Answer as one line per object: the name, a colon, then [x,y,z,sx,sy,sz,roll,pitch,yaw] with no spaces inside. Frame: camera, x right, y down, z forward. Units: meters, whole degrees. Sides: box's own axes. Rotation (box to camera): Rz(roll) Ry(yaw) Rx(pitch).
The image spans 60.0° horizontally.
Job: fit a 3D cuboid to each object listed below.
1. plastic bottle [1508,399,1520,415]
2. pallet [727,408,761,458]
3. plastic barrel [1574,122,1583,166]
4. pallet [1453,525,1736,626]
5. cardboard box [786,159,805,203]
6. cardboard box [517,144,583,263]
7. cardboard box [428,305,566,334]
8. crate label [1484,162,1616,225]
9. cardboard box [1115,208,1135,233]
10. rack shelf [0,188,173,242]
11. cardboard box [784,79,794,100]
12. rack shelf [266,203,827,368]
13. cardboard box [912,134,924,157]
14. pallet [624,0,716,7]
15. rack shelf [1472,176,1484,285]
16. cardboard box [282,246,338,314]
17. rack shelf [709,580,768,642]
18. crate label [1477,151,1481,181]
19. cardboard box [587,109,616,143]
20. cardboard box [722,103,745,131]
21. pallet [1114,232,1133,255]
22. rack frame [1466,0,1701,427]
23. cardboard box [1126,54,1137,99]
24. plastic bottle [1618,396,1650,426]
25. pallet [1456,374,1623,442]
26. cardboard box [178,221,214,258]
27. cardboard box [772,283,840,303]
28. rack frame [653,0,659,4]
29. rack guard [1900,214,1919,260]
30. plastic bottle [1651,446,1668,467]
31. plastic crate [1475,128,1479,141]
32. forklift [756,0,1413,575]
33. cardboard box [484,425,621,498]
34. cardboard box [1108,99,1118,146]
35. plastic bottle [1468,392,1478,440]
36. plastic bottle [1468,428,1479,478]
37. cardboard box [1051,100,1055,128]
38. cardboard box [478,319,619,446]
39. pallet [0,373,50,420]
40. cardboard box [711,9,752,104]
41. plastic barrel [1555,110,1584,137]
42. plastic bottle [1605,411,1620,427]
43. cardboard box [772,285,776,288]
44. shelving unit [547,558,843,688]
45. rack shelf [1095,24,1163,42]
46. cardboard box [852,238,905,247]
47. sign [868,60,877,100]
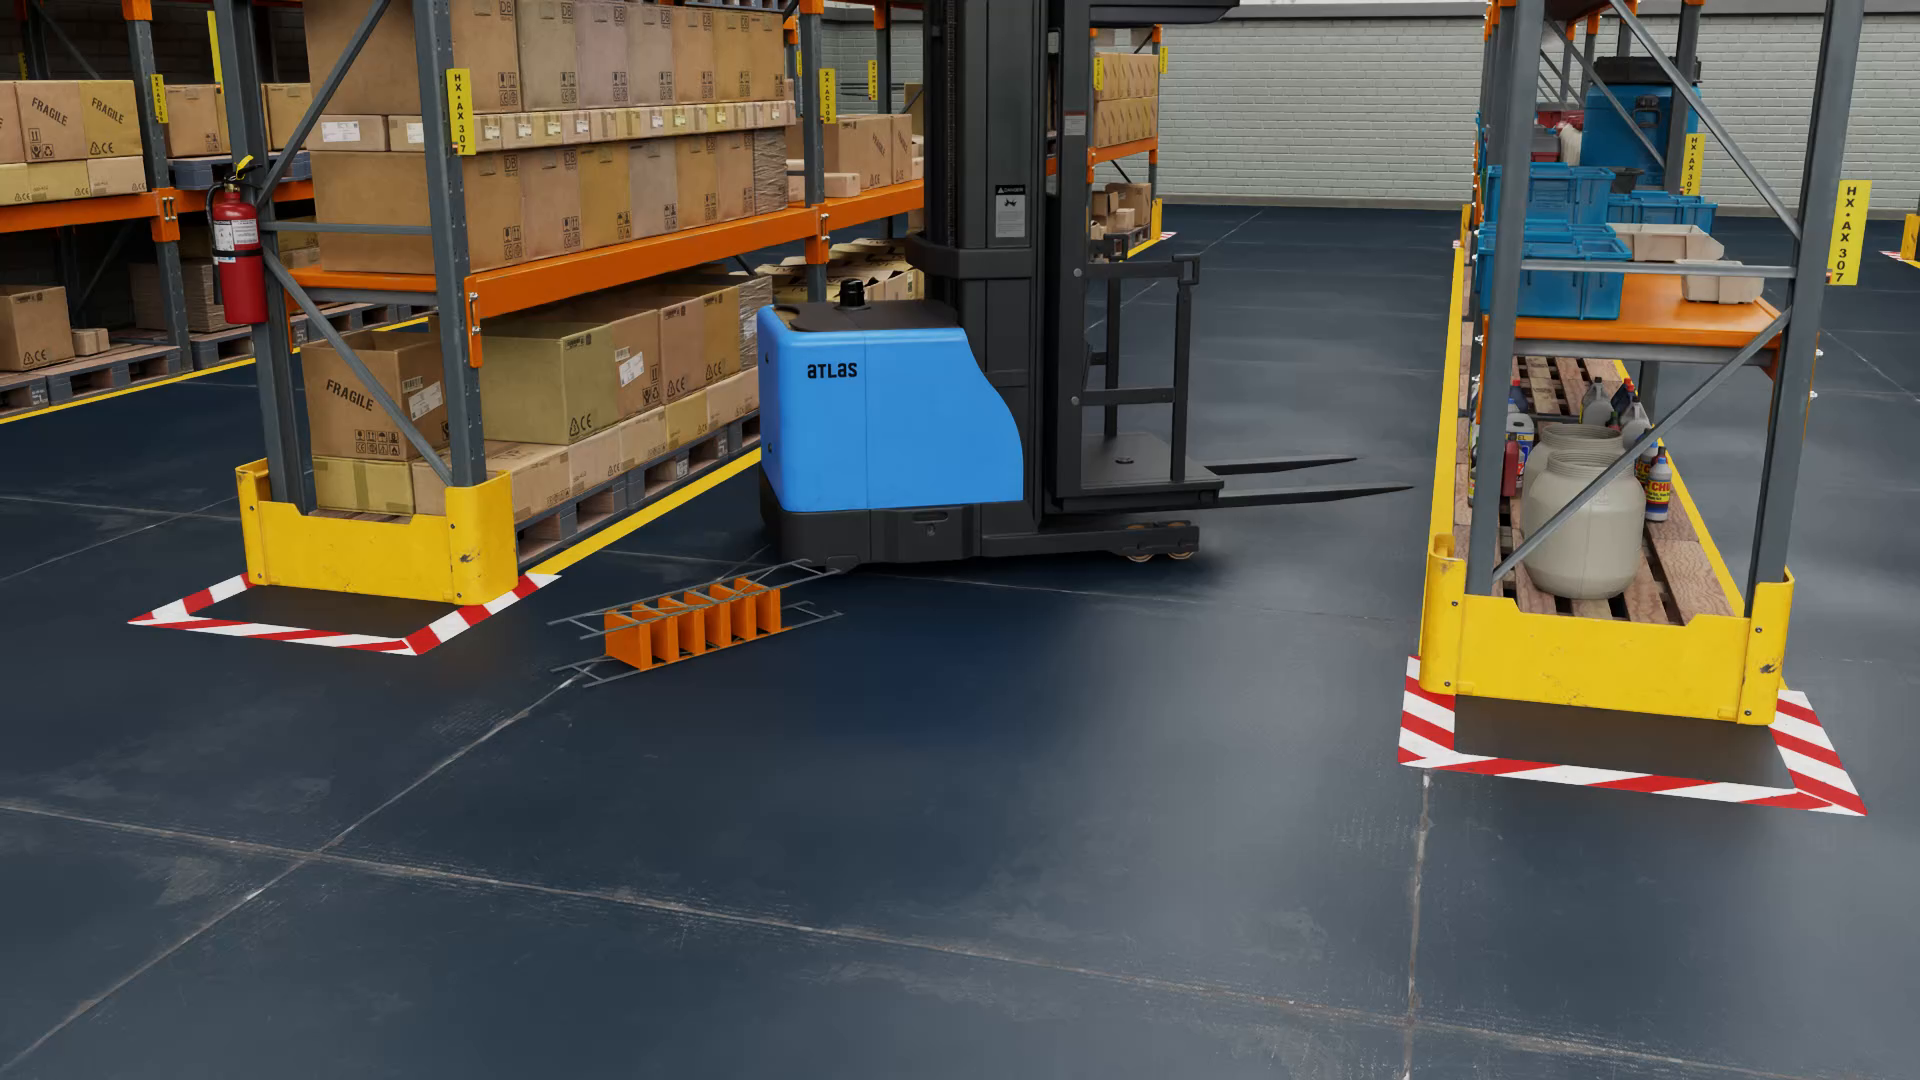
plastic bottle: [2.851,-0.598,8.635,0.097,0.271,0.097,0,16,0]
pallet: [-1.611,-0.764,10.137,1.003,0.211,1.213,5,16,16]
plastic barrel: [3.885,-2.224,9.925,0.433,0.535,0.433,0,16,0]
pallet: [2.479,0.227,6.643,1.003,0.211,1.213,5,16,16]
cardboard box: [-1.247,-2.371,10.965,0.500,0.250,0.500,6,17,19]
cardboard box: [-2.192,-1.571,7.688,0.700,0.500,0.500,5,17,17]
cardboard box: [-2.344,-0.930,8.507,0.500,0.500,0.500,5,16,16]
crate label: [2.530,-1.399,7.198,0.502,0.435,0.616,5,16,16]
cardboard box: [1.848,-3.931,20.425,0.500,0.250,0.500,5,16,16]
rack shelf: [-6.664,-1.824,10.083,1.077,0.370,4.000,5,16,16]
cardboard box: [-2.820,-5.843,22.384,0.980,0.700,0.700,5,17,18]
rack shelf: [-1.913,-1.441,8.732,1.077,0.370,4.000,5,16,16]
cardboard box: [-0.353,-3.222,13.857,0.500,0.311,0.500,6,17,19]
pallet: [-3.579,-6.400,19.563,1.003,0.211,1.213,5,16,16]
rack shelf: [3.972,-2.103,11.064,1.077,0.370,4.000,5,16,16]
cardboard box: [-5.620,-2.166,13.744,0.700,0.500,0.500,5,17,17]
rack shelf: [-0.873,0.272,6.515,0.103,0.180,0.258,-15,21,-42]
crate label: [4.061,-2.810,12.547,0.303,0.233,0.416,5,16,16]
cardboard box: [-1.872,-1.980,7.943,0.380,0.149,0.250,4,16,14]
cardboard box: [-1.435,-2.381,9.355,0.380,0.149,0.250,5,16,16]
pallet: [1.470,-3.562,20.000,1.003,0.211,1.213,5,16,16]
rack frame: [3.403,-1.926,9.121,1.000,3.000,0.127,5,16,16]
cardboard box: [1.771,-5.439,19.492,0.500,0.500,0.500,5,17,18]
plastic bottle: [3.350,-0.537,8.275,0.144,0.351,0.185,5,16,16]
pallet: [3.589,-0.792,10.236,1.003,0.211,1.213,5,16,16]
cardboard box: [-5.780,-2.373,13.099,0.500,0.250,0.500,4,16,15]
cardboard box: [-0.989,-1.548,11.033,0.500,0.311,0.500,5,16,16]
rack frame: [-3.822,-4.787,19.209,1.000,3.000,0.127,5,16,16]
rack guard: [11.569,-3.485,19.199,1.175,0.500,0.348,5,16,16]
plastic bottle: [3.162,-0.292,7.533,0.061,0.283,0.133,5,17,17]
plastic crate: [6.064,-4.673,19.181,0.250,0.136,0.298,5,16,16]
forklift: [0.608,-1.447,7.560,3.031,2.935,1.130,-3,16,-12]
cardboard box: [-1.977,-0.397,8.003,0.500,0.250,0.500,5,16,16]
cardboard box: [1.477,-4.698,18.713,0.500,0.500,0.500,5,17,17]
plastic bottle: [2.776,-0.684,8.791,0.144,0.351,0.185,5,17,17]
plastic bottle: [2.505,-0.395,7.910,0.152,0.276,0.135,4,16,14]
cardboard box: [0.825,-4.602,18.375,0.500,0.500,0.500,5,17,17]
cardboard box: [-1.976,-0.758,7.900,0.500,0.500,0.500,5,16,16]
pallet: [-6.597,-0.854,10.452,1.003,0.211,1.213,5,16,16]
cardboard box: [-1.607,-2.734,9.411,0.700,0.500,0.500,5,16,16]
plastic barrel: [4.699,-2.893,12.281,0.600,0.536,0.708,5,16,16]
plastic bottle: [3.245,-0.506,8.288,0.061,0.283,0.133,5,16,16]
cardboard box: [-1.505,-1.588,11.172,0.500,0.311,0.500,5,16,16]
shelving unit: [-0.992,0.303,6.406,1.200,0.189,0.258,-15,21,-42]
rack shelf: [1.497,-6.024,19.391,1.077,0.370,4.000,5,16,16]
cardboard box: [-0.638,-2.392,14.007,0.500,0.311,0.500,5,17,18]
sign: [-0.731,-3.916,14.161,0.100,0.325,0.005,5,16,16]
